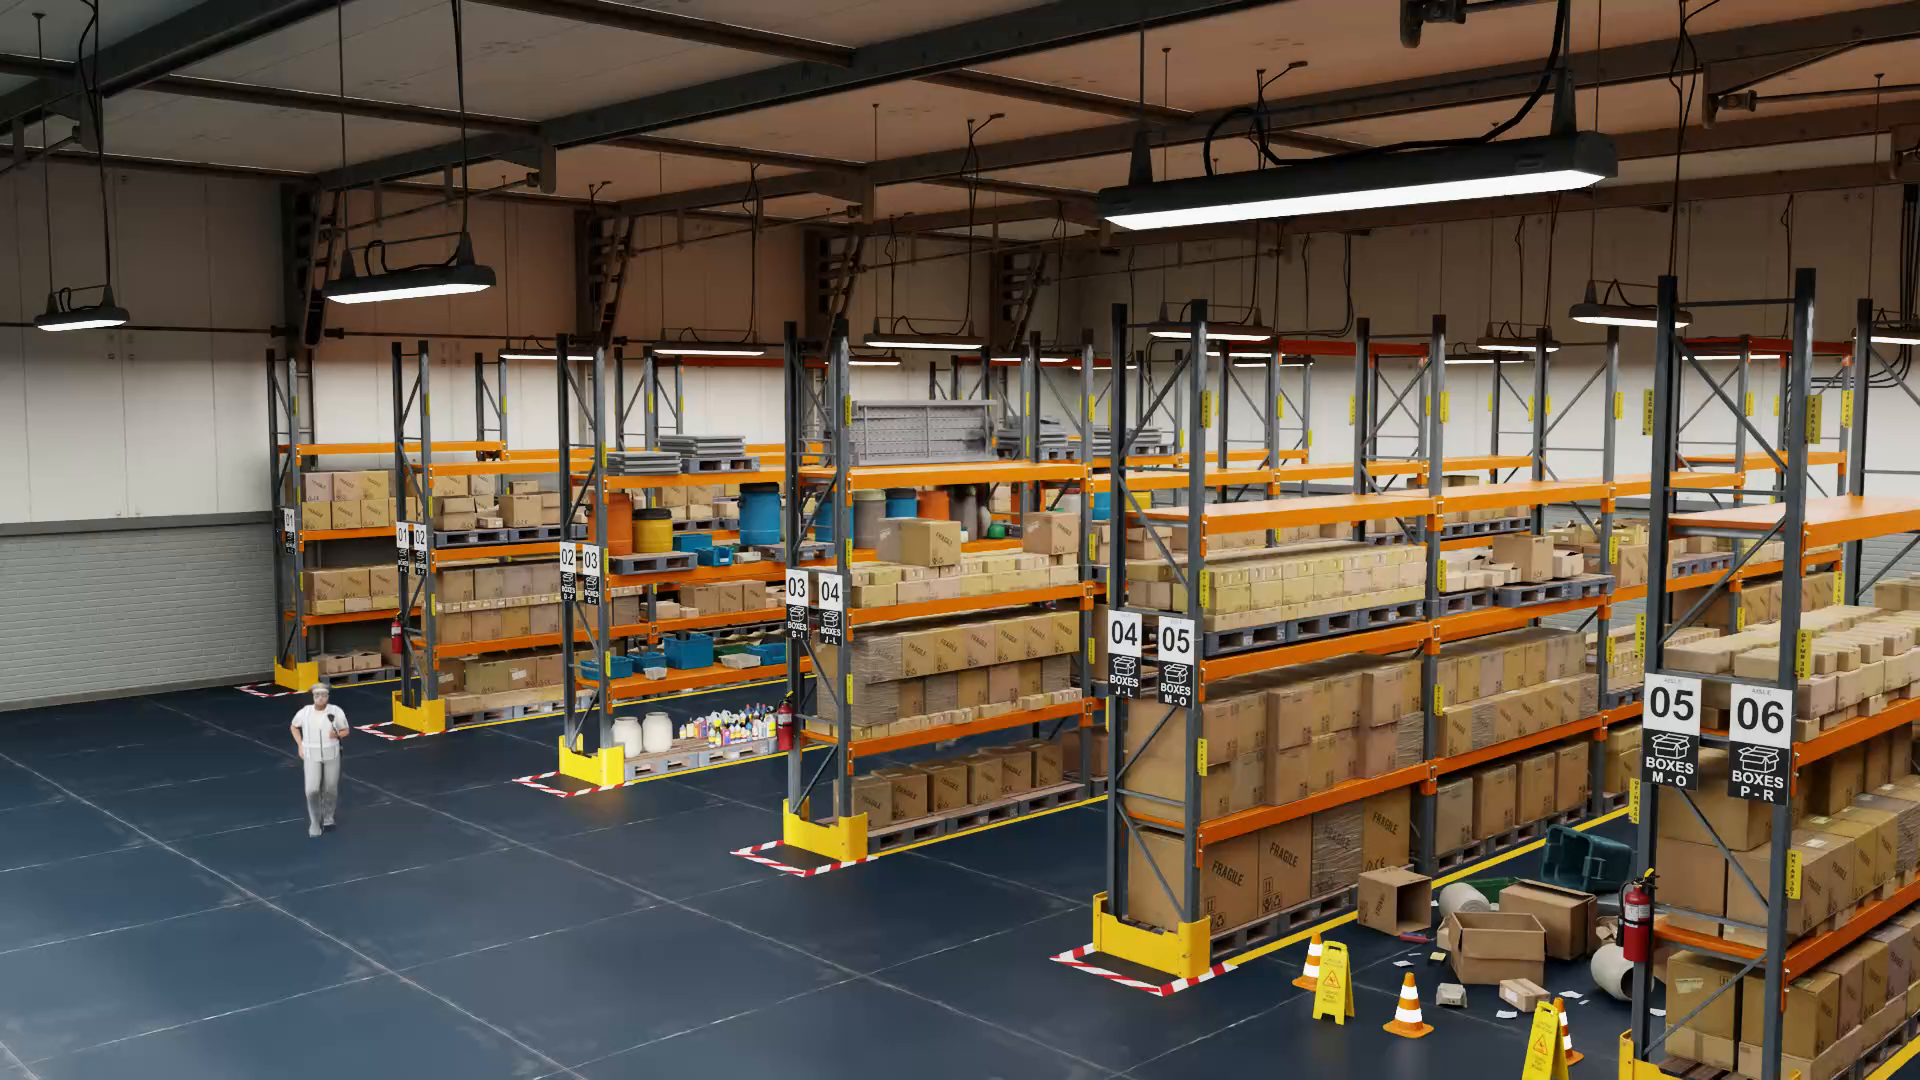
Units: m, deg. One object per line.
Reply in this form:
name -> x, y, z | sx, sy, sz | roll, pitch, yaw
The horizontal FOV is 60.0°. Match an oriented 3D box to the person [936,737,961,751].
person -> -0.249, 2.086, 23.002 | 0.576, 1.703, 0.706 | 3, 6, 34

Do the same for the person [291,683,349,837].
person -> -7.541, 2.597, 19.642 | 0.638, 1.836, 0.701 | -2, 5, -23
